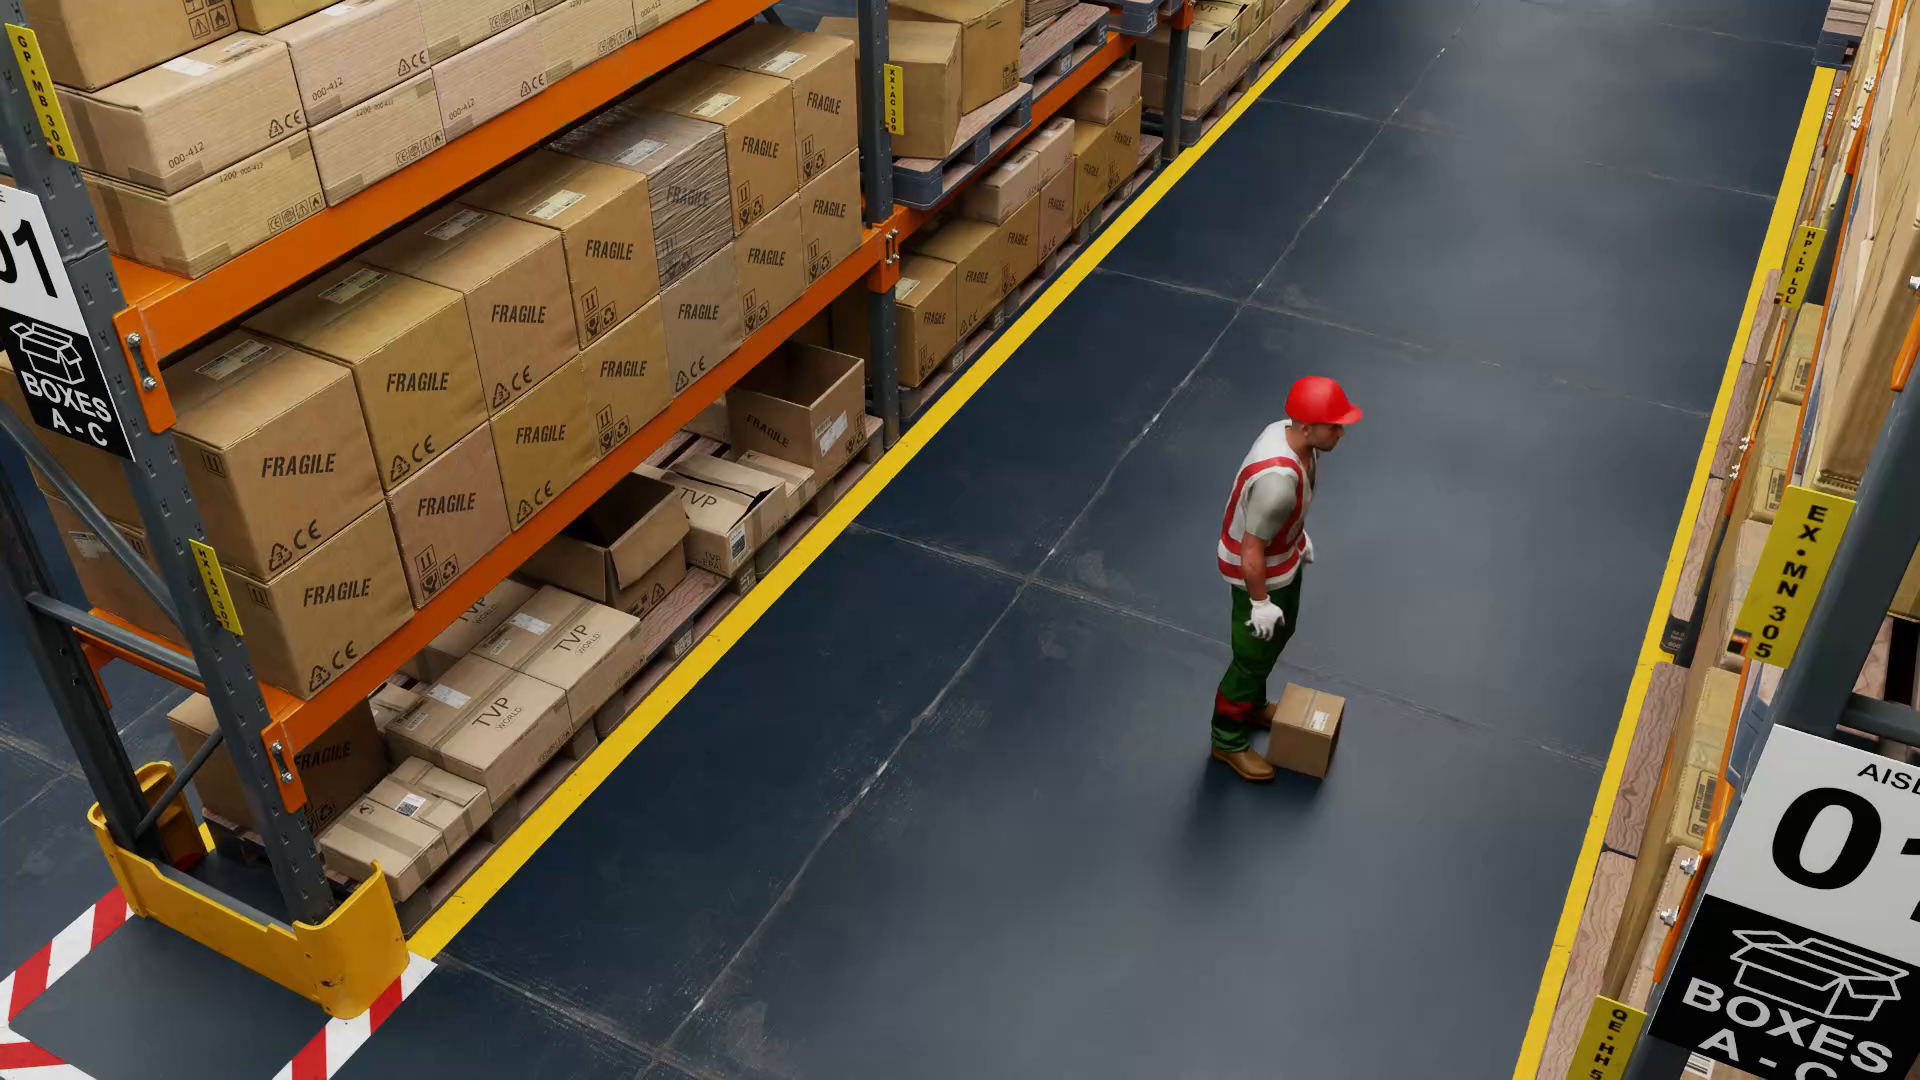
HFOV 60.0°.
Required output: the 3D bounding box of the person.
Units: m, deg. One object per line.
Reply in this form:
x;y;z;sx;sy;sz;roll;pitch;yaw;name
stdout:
1.250;0.121;6.579;0.448;1.780;0.623;16;40;20;person
